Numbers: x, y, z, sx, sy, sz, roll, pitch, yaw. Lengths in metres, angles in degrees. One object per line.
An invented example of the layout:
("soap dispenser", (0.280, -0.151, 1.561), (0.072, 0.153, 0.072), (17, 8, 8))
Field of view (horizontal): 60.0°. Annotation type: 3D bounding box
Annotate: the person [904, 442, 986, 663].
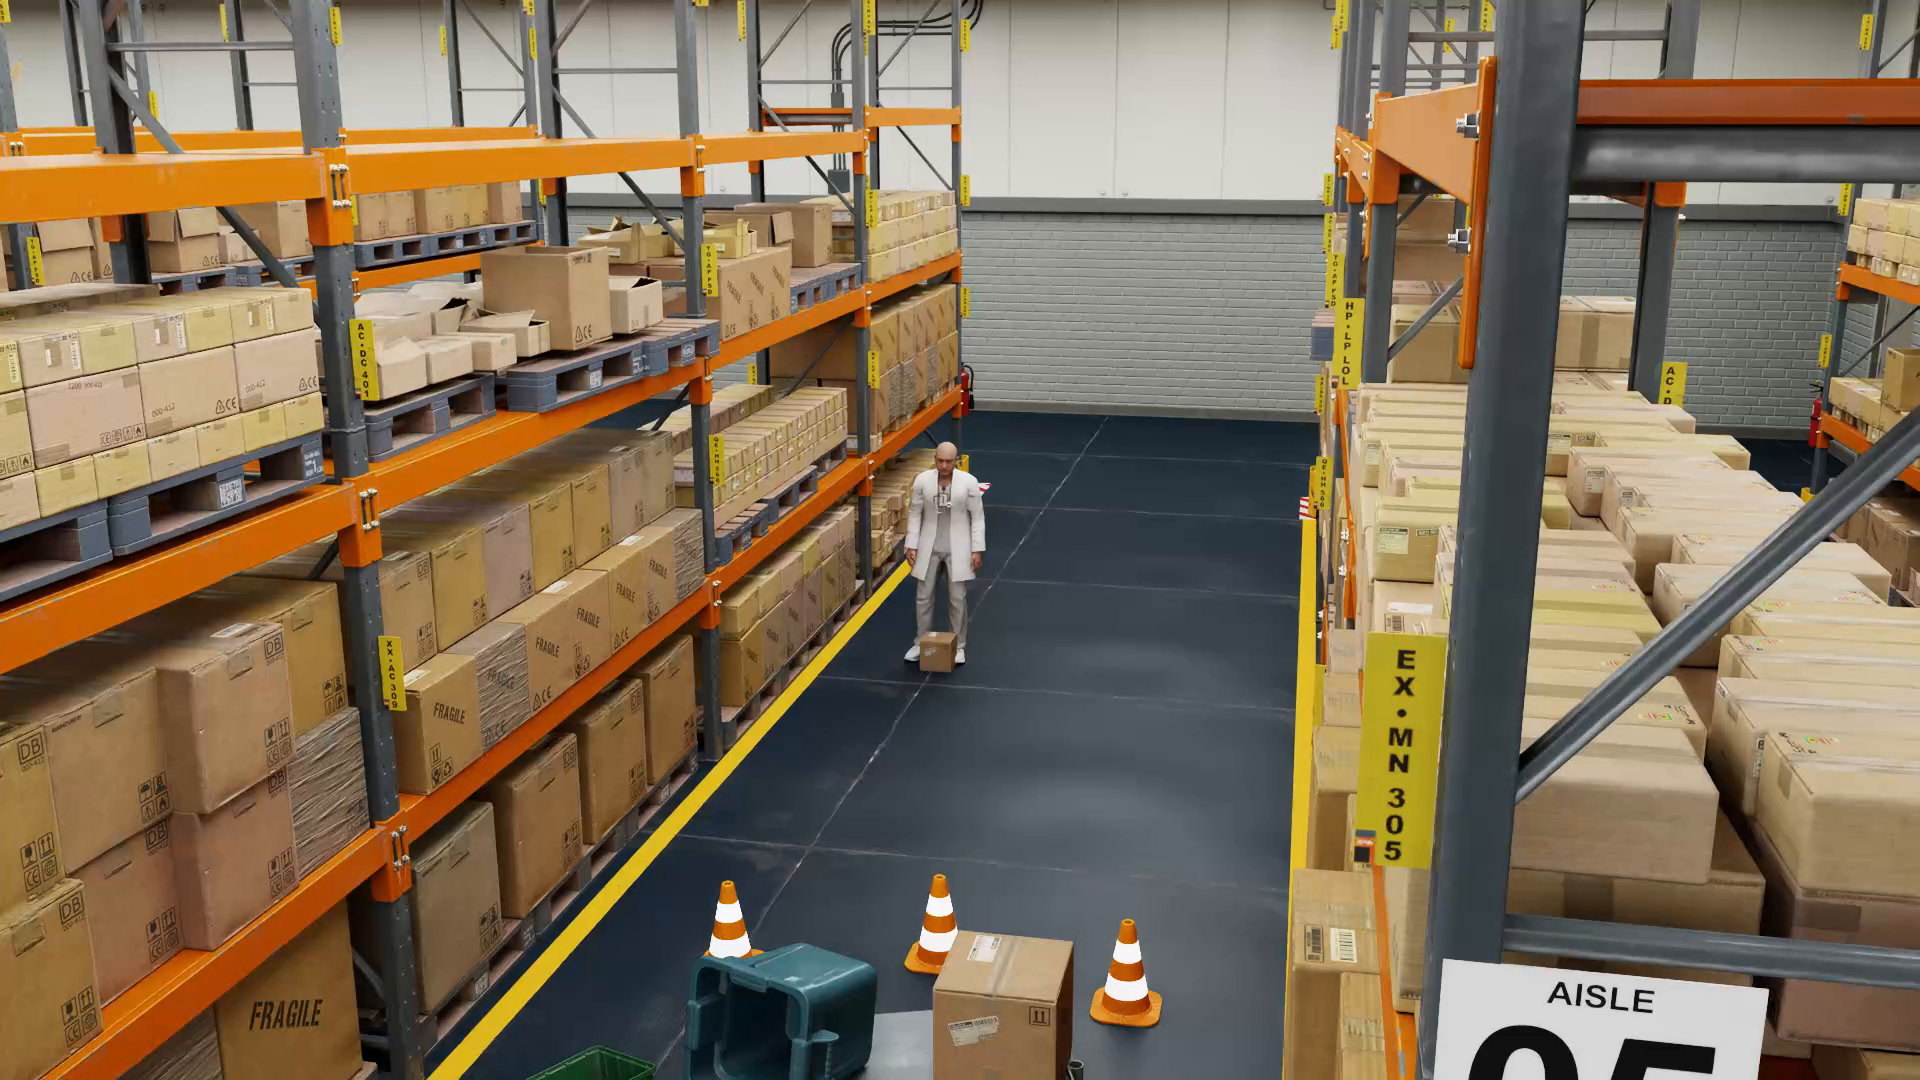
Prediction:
("person", (-0.118, 0.088, 13.195), (0.654, 1.775, 0.420), (2, 15, 9))
